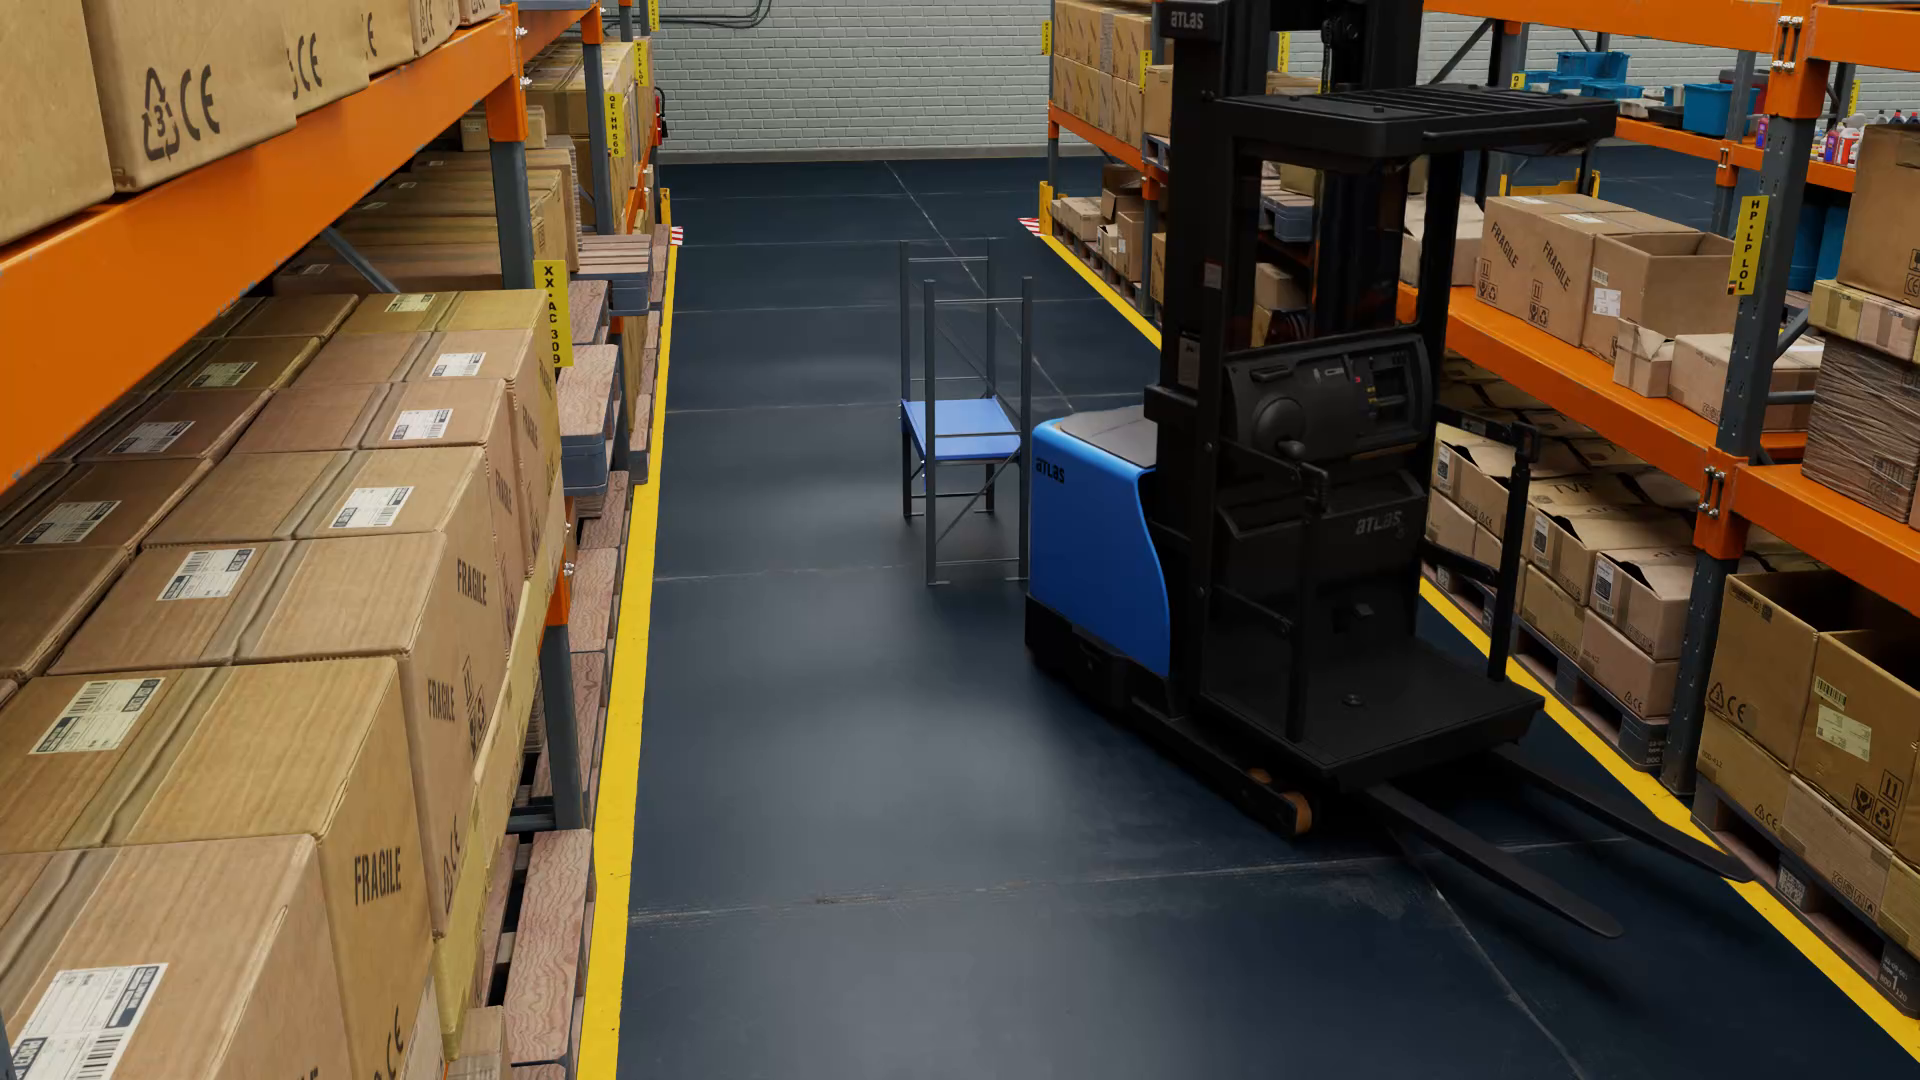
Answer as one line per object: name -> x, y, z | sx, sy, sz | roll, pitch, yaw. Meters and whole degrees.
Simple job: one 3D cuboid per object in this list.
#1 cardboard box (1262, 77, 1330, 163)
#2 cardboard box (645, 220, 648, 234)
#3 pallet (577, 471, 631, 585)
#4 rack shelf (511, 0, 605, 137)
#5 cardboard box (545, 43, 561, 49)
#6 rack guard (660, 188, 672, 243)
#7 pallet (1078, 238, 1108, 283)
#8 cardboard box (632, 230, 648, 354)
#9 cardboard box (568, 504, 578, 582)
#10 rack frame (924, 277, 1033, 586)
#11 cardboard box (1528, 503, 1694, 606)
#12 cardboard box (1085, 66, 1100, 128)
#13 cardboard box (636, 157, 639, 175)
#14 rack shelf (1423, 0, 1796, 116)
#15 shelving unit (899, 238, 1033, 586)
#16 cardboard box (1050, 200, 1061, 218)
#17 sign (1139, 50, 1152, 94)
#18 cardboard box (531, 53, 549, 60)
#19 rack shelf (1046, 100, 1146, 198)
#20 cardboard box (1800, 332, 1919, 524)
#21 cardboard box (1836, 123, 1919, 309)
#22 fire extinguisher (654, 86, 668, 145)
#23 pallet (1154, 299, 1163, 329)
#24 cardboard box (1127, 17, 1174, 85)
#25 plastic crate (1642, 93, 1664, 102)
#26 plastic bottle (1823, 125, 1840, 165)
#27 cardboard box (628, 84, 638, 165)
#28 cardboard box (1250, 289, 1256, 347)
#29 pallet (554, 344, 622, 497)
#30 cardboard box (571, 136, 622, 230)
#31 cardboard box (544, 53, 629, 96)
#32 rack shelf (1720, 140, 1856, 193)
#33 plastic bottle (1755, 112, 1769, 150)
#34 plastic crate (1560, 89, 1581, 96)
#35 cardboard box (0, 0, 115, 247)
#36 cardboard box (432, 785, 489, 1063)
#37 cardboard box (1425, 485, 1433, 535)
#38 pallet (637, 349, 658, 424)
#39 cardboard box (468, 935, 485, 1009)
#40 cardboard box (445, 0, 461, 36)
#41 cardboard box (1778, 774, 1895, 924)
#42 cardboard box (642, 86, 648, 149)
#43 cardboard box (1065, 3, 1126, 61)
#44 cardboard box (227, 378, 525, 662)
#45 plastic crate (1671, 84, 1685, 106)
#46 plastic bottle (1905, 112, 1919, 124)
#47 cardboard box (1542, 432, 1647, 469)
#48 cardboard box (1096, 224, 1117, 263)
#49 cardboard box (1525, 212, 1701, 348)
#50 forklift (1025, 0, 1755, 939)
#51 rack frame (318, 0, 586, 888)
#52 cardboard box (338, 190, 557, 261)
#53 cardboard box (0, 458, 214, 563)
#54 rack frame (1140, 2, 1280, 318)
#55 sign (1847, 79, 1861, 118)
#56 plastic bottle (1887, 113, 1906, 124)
cardboard box -> 2.300, -2.901, 11.452 | 0.700, 0.500, 0.500 | -8, 22, -21
cardboard box -> -2.993, -2.478, 14.037 | 0.700, 0.500, 0.500 | -3, 21, -8
pallet -> -2.230, -0.053, 8.555 | 1.003, 0.211, 1.213 | -3, 21, -8
rack shelf -> -2.053, -2.005, 6.539 | 1.077, 0.370, 4.000 | -3, 21, -8
cardboard box -> -3.109, -3.389, 11.834 | 0.500, 0.250, 0.500 | -2, 21, -6
rack guard -> -3.498, -3.237, 16.668 | 1.175, 0.500, 0.348 | -3, 21, -8
pallet -> 1.707, -2.620, 15.431 | 1.003, 0.211, 1.213 | -3, 21, -8
cardboard box -> -2.564, -1.678, 11.394 | 0.750, 0.750, 0.750 | -2, 21, -6
cardboard box -> -2.127, -0.063, 7.542 | 0.700, 0.500, 0.500 | -3, 21, -8
rack frame -> 0.086, -0.497, 7.903 | 0.500, 1.500, 0.032 | -3, 21, -8
cardboard box -> 2.714, 0.027, 6.884 | 0.500, 0.311, 0.500 | -2, 21, -6
cardboard box -> 1.430, -4.005, 15.009 | 0.500, 0.500, 0.500 | -3, 21, -7
cardboard box -> -2.529, -2.717, 12.035 | 0.380, 0.149, 0.250 | -3, 21, -7
rack shelf -> 2.849, -2.256, 7.211 | 1.077, 0.370, 4.000 | -3, 21, -8
shelving unit -> 0.012, -0.673, 8.375 | 0.538, 1.500, 1.048 | -3, 21, -8
cardboard box -> 1.128, -3.359, 16.868 | 0.380, 0.149, 0.250 | -3, 21, -8
sign -> 1.448, -3.641, 12.941 | 0.100, 0.325, 0.005 | -3, 21, -8
cardboard box -> -2.950, -3.035, 10.886 | 0.500, 0.250, 0.500 | -4, 21, -10
rack shelf -> 1.696, -3.621, 15.152 | 1.077, 0.370, 4.000 | -3, 21, -8
cardboard box -> 3.207, -0.389, 5.328 | 0.700, 0.500, 0.500 | -3, 21, -9
cardboard box -> 3.207, -0.997, 5.101 | 0.700, 0.500, 0.500 | -3, 21, -7
fire extinguisher -> -3.059, -4.264, 16.489 | 0.296, 0.674, 0.183 | -3, 21, -8
pallet -> 2.139, -1.680, 12.911 | 1.003, 0.211, 1.213 | -3, 21, -8
cardboard box -> 1.655, -3.943, 13.414 | 0.500, 0.500, 0.500 | -3, 21, -7
plastic crate -> 6.759, -4.233, 16.053 | 0.298, 0.136, 0.250 | -3, 21, -8
plastic bottle -> 6.645, -3.004, 12.637 | 0.061, 0.283, 0.133 | -3, 21, -8
cardboard box -> -2.518, -2.887, 11.562 | 0.500, 0.500, 0.500 | -3, 21, -7
cardboard box -> 2.119, -1.407, 11.140 | 0.500, 0.500, 0.500 | -4, 21, -10
pallet -> -1.731, -0.427, 5.846 | 1.003, 0.211, 1.213 | -3, 21, -8
cardboard box -> -2.158, -2.006, 9.204 | 0.500, 0.500, 0.500 | -2, 21, -6
cardboard box -> -2.459, -3.058, 10.949 | 0.500, 0.250, 0.500 | -3, 21, -7
rack shelf -> 7.174, -2.485, 12.110 | 1.077, 0.370, 4.000 | -3, 21, -8
plastic bottle -> 6.517, -3.311, 13.461 | 0.061, 0.283, 0.133 | -3, 21, -8
plastic crate -> 6.081, -4.351, 16.371 | 0.250, 0.136, 0.298 | -3, 21, -8
cardboard box -> -0.989, -0.449, 1.174 | 0.500, 0.500, 0.500 | -2, 21, -6
cardboard box -> -1.100, 0.660, 2.846 | 0.500, 0.250, 0.500 | -3, 21, -9
cardboard box -> 2.500, -0.239, 8.400 | 0.500, 0.250, 0.500 | -3, 21, -9
pallet -> -2.553, -1.022, 11.149 | 1.003, 0.211, 1.213 | -3, 21, -8
cardboard box -> -1.575, 1.078, 4.488 | 0.500, 0.500, 0.500 | -4, 21, -12
cardboard box -> -1.387, -1.368, 3.633 | 0.500, 0.500, 0.500 | -5, 21, -12
cardboard box -> 2.971, 0.945, 5.229 | 0.500, 0.250, 0.500 | -3, 21, -8
cardboard box -> -3.079, -3.597, 13.630 | 0.980, 0.700, 0.700 | -3, 21, -9
cardboard box -> 1.293, -4.818, 15.758 | 0.500, 0.500, 0.500 | -3, 21, -7
cardboard box -> -1.251, -0.040, 3.649 | 0.500, 0.500, 0.500 | -4, 21, -9
plastic crate -> 6.848, -4.025, 15.289 | 0.437, 0.282, 0.530 | -3, 21, -8
plastic bottle -> 7.369, -3.125, 12.867 | 0.144, 0.351, 0.185 | -3, 21, -8
cardboard box -> 3.101, -0.355, 7.908 | 0.500, 0.311, 0.500 | -2, 21, -6
cardboard box -> 1.513, -2.655, 14.751 | 0.500, 0.311, 0.500 | -3, 21, -8
cardboard box -> 2.894, -1.165, 7.406 | 0.500, 0.500, 0.500 | -3, 21, -8
forklift -> 1.460, -0.502, 5.871 | 1.130, 2.935, 3.031 | -11, 23, -28
rack frame -> -1.764, -0.245, 5.084 | 1.000, 3.000, 0.127 | -3, 21, -8
cardboard box -> -2.003, -1.096, 6.591 | 0.700, 0.500, 0.500 | 0, 20, 0
cardboard box -> -1.680, 0.170, 3.089 | 0.500, 0.500, 0.500 | -3, 21, -7
rack frame -> 1.984, -3.266, 13.172 | 1.000, 3.000, 0.127 | -3, 21, -8
sign -> 7.431, -3.671, 13.862 | 0.100, 0.325, 0.005 | -3, 21, -8
plastic bottle -> 7.226, -3.118, 12.848 | 0.144, 0.351, 0.185 | -3, 21, -8
